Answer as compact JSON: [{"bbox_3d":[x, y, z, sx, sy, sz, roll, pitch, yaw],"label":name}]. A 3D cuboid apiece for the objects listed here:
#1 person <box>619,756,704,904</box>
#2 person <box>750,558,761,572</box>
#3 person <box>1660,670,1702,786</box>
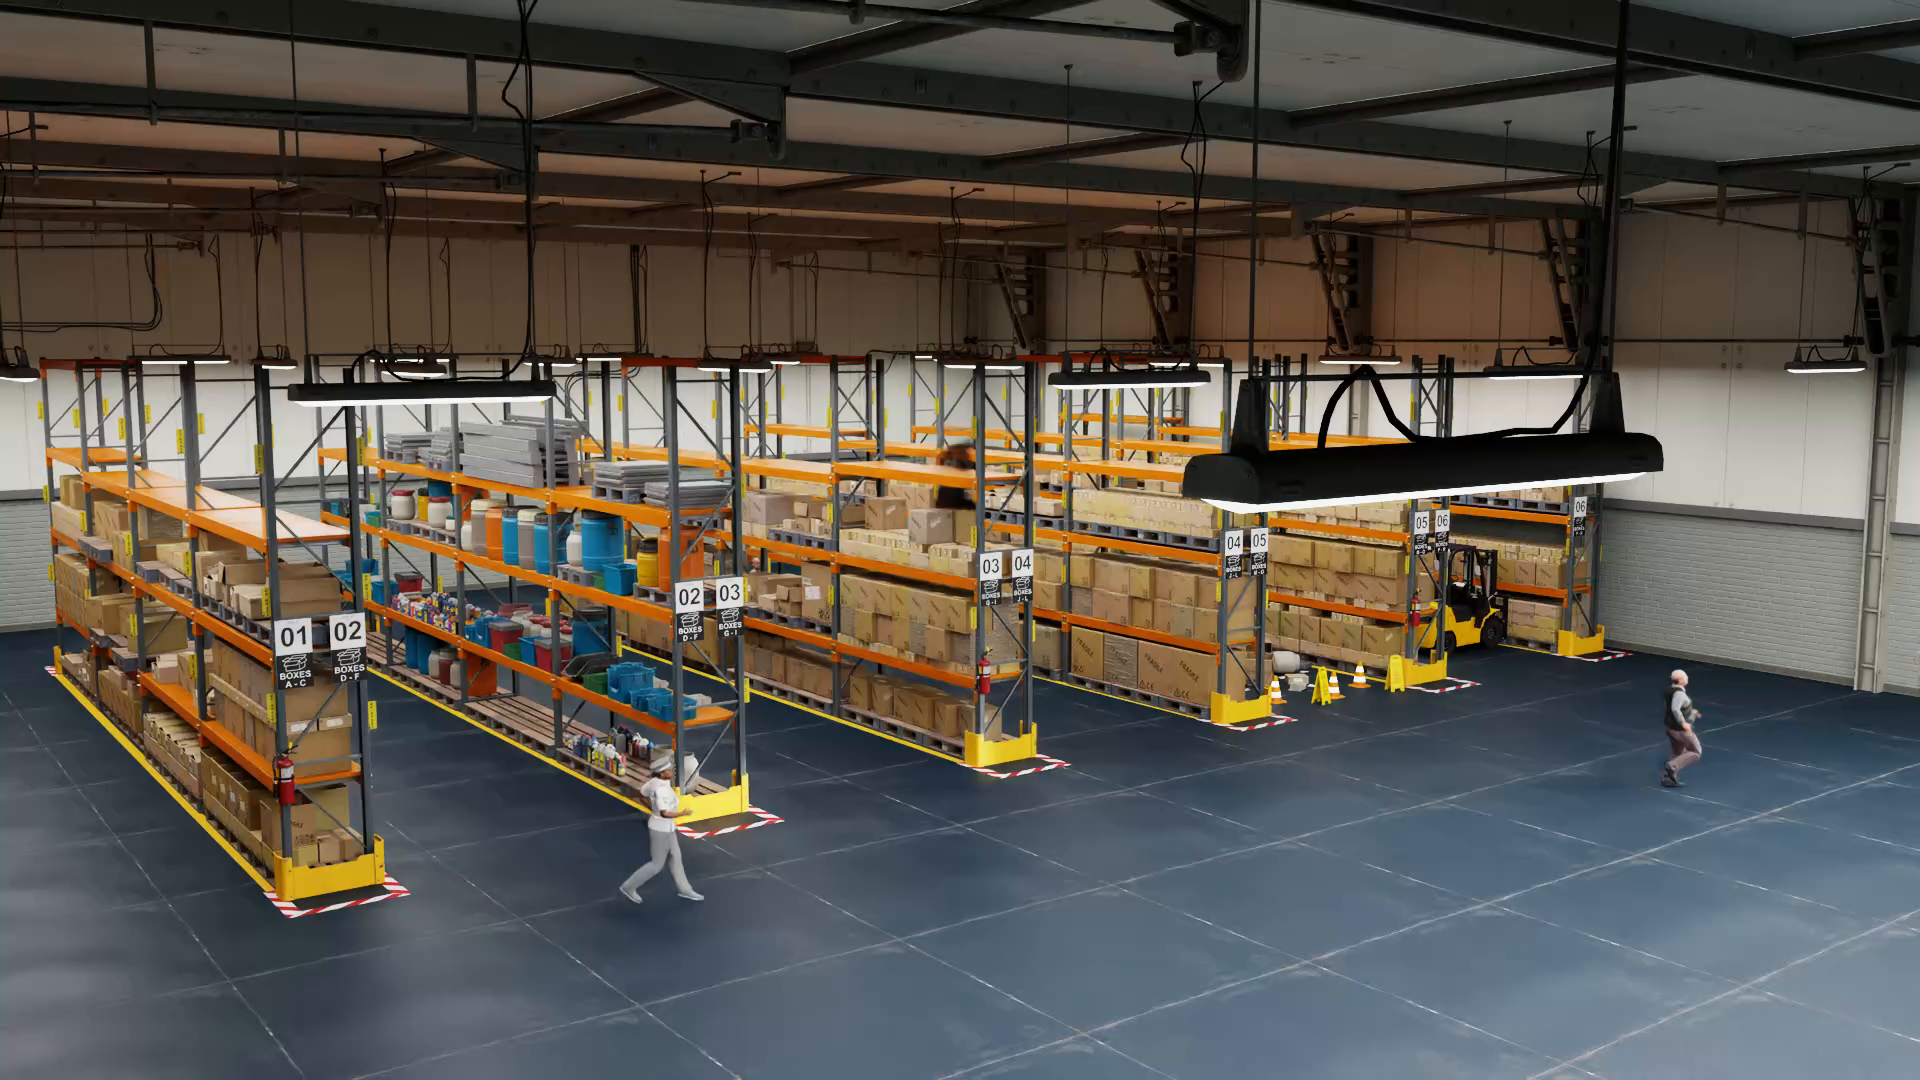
[{"bbox_3d":[-3.341,3.256,18.563,0.938,1.696,0.596,-2,7,-14],"label":"person"},{"bbox_3d":[-4.194,1.287,34.783,0.679,1.831,0.771,-6,9,-41],"label":"person"},{"bbox_3d":[10.241,2.673,23.573,0.572,1.674,0.658,0,7,0],"label":"person"}]
